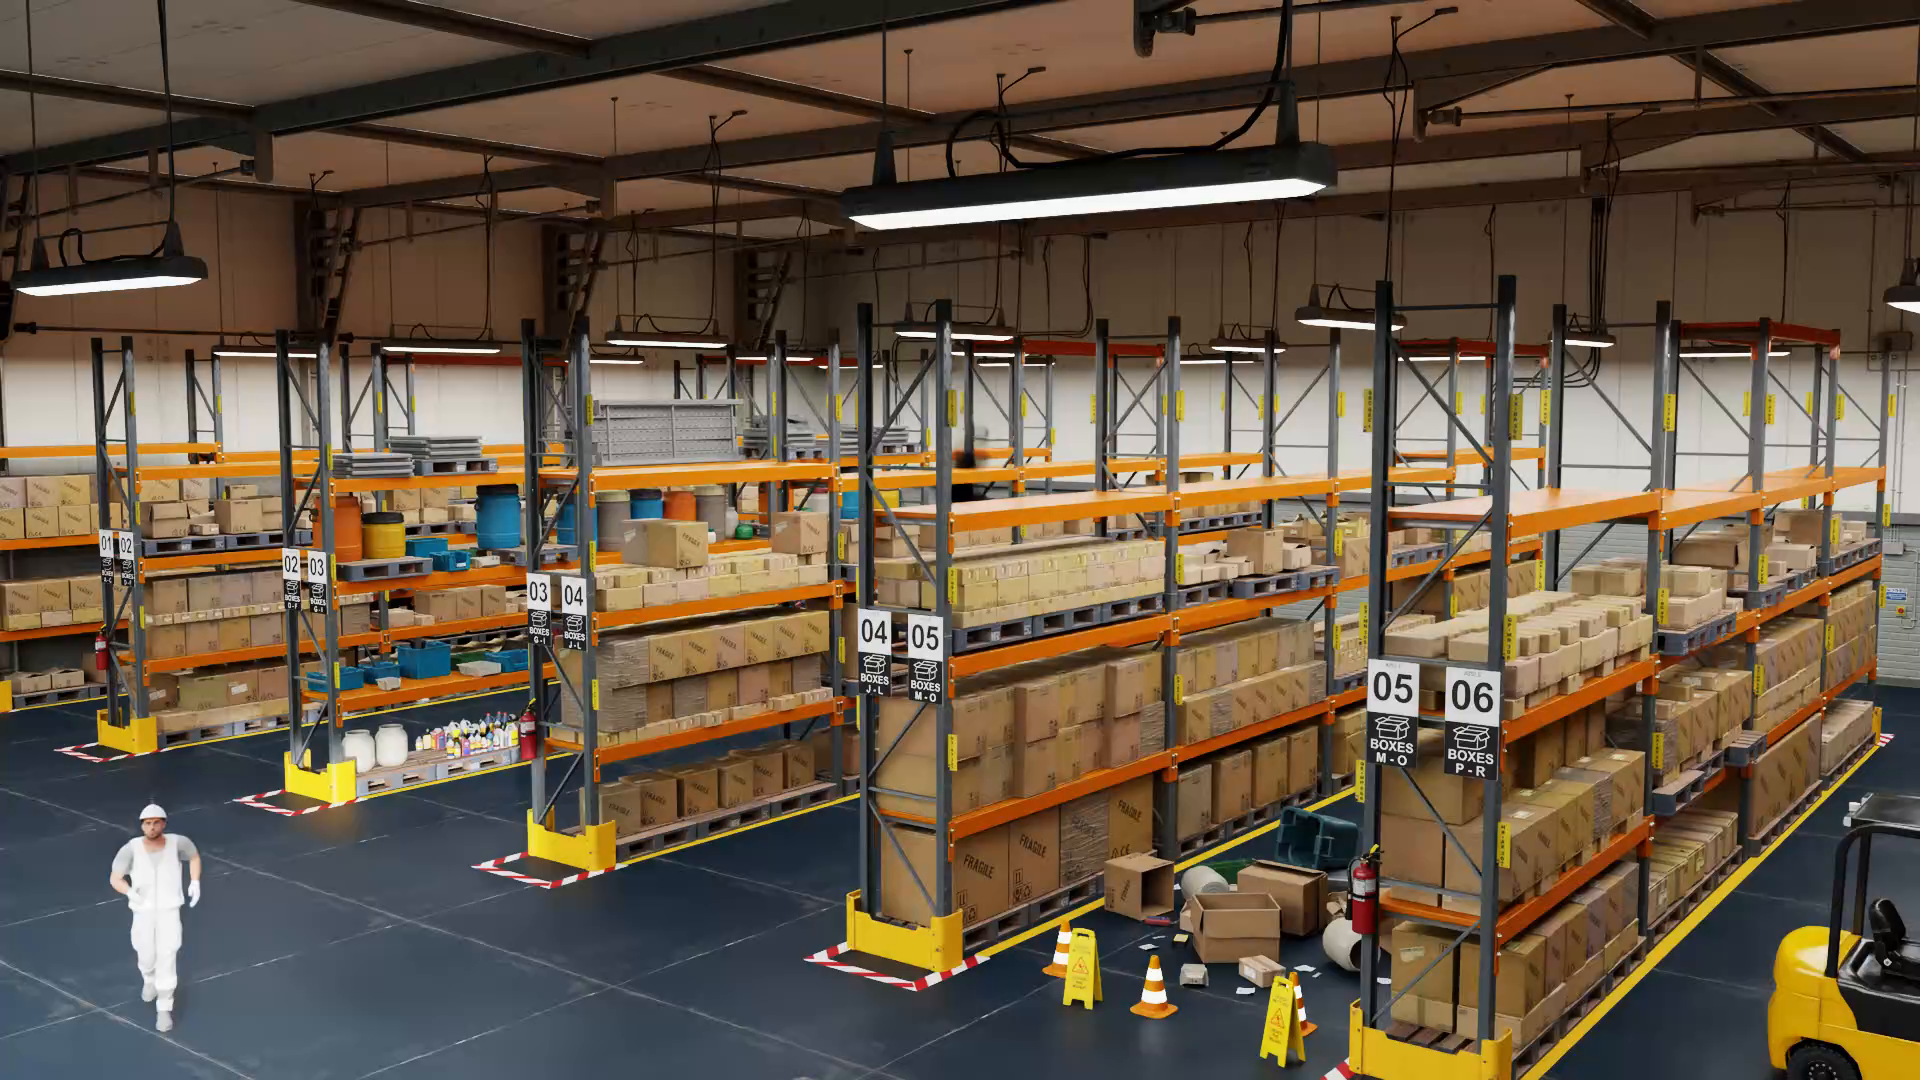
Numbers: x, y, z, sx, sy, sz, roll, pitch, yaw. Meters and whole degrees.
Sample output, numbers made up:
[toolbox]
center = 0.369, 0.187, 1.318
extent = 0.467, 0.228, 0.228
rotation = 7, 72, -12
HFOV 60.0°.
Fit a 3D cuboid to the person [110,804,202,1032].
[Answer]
[person]
center = -6.661, 3.070, 13.806
extent = 0.685, 1.801, 0.872
rotation = -2, 5, -24
